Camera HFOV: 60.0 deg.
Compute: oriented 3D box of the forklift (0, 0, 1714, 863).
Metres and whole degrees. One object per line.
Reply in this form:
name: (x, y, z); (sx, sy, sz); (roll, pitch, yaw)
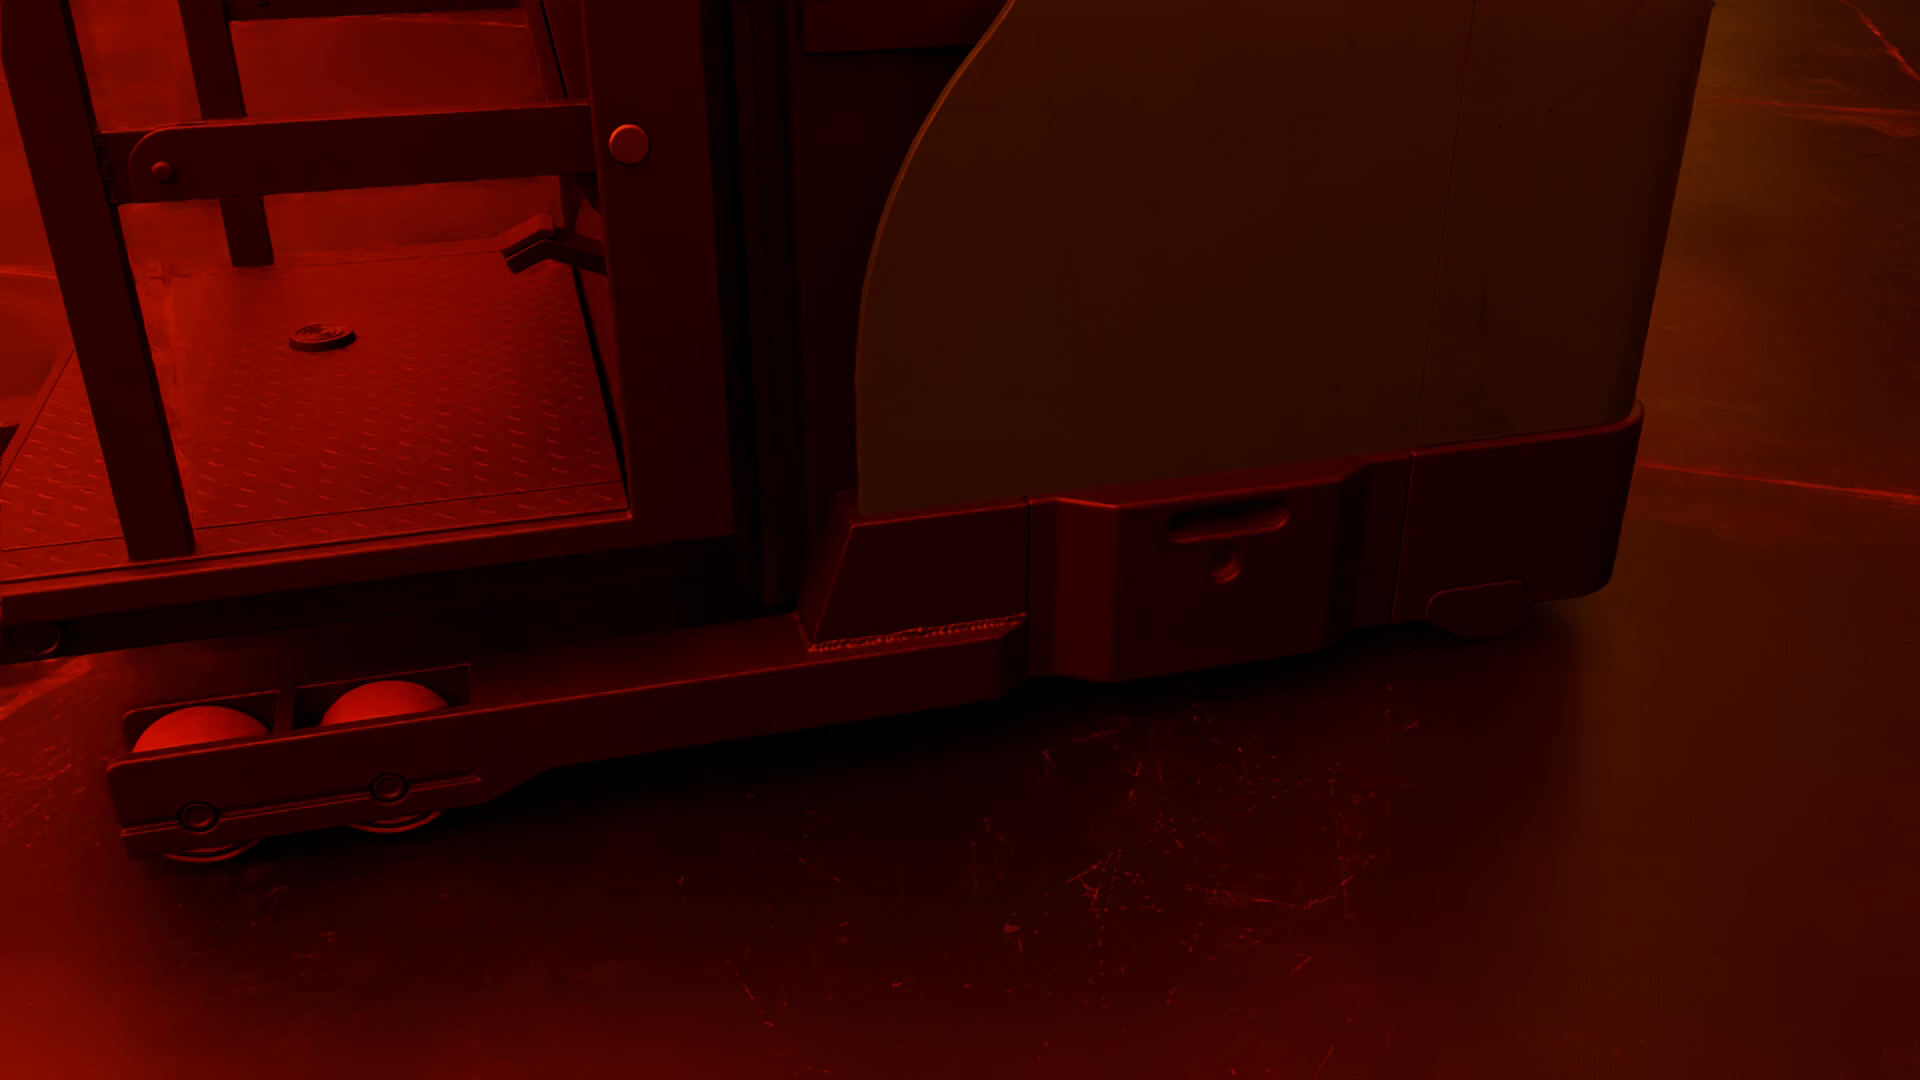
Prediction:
forklift: (-0.686, -1.222, 1.669); (3.031, 2.935, 1.130); (-7, 28, -14)
